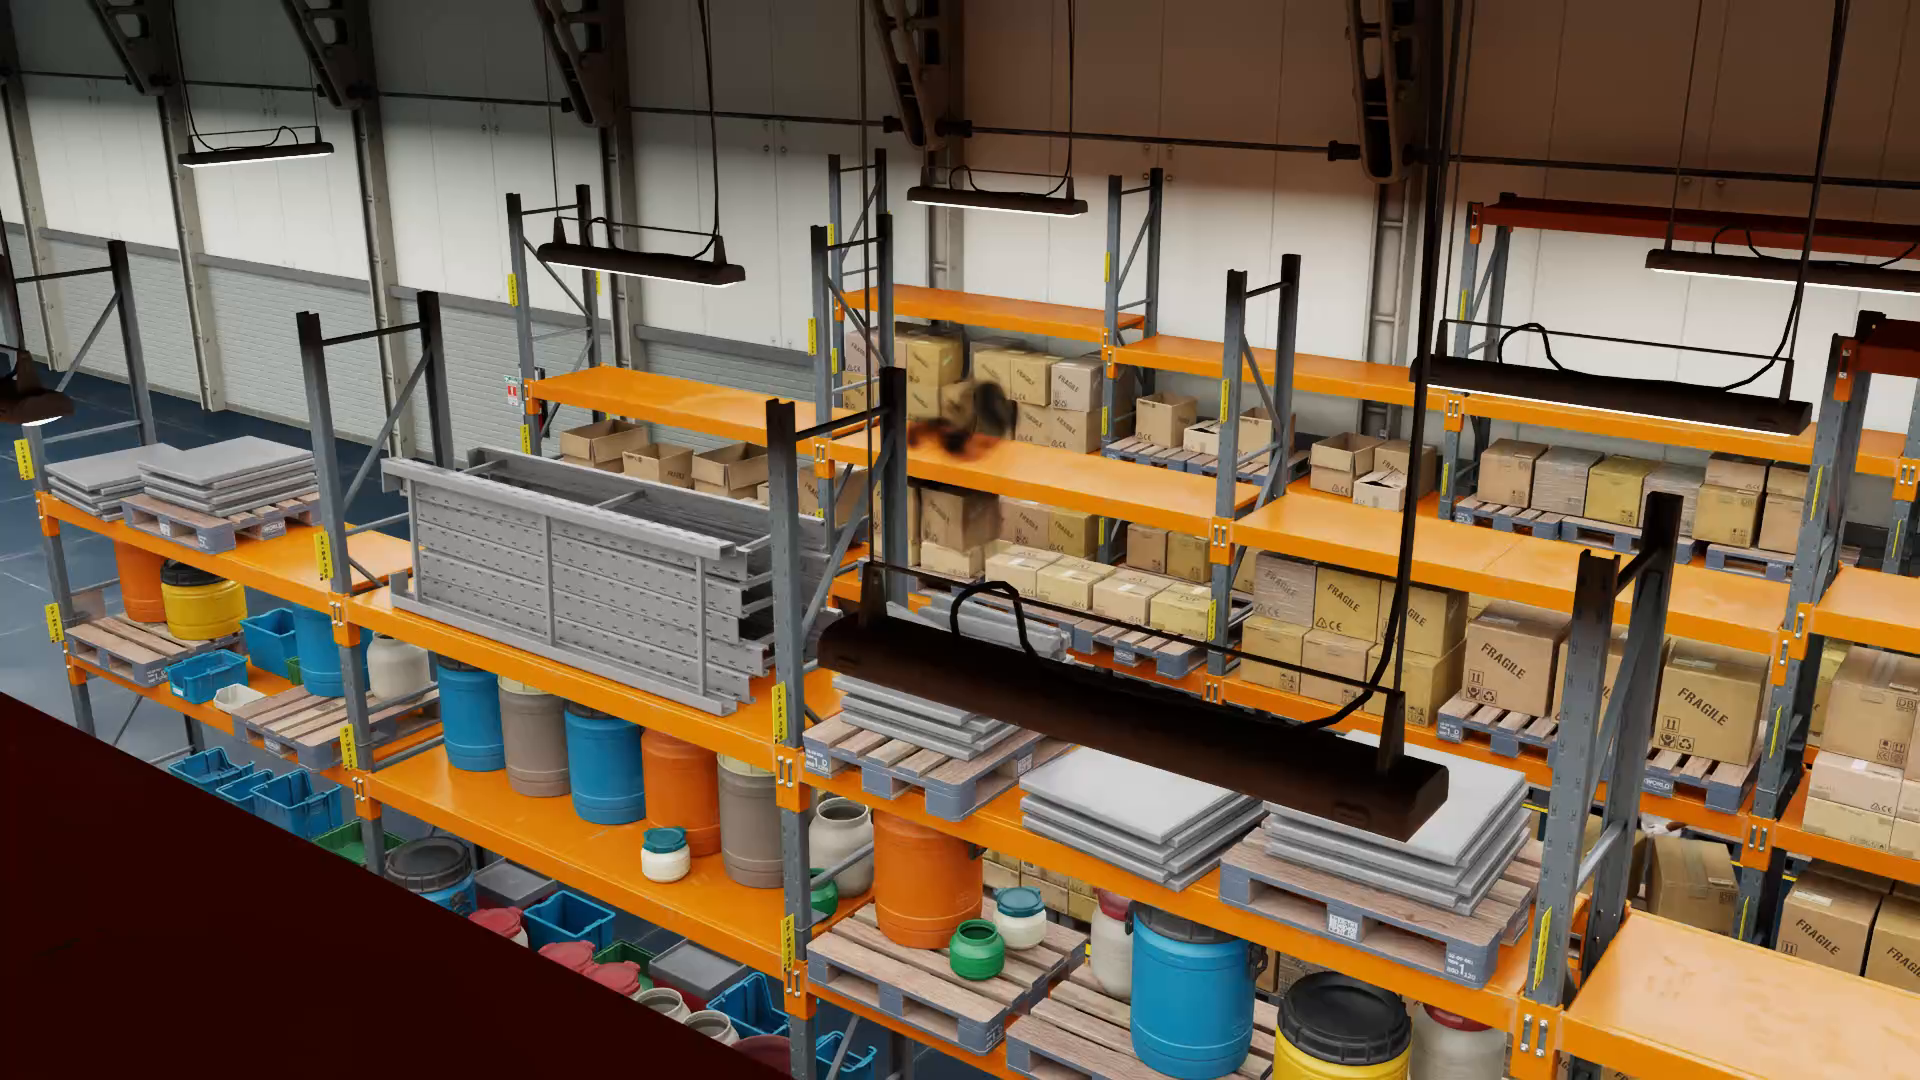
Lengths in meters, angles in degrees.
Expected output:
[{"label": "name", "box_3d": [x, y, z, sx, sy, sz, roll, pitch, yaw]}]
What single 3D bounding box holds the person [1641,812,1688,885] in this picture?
[{"label": "person", "box_3d": [6.214, 2.575, 14.680, 0.898, 1.769, 0.680, 8, 20, 24]}]
